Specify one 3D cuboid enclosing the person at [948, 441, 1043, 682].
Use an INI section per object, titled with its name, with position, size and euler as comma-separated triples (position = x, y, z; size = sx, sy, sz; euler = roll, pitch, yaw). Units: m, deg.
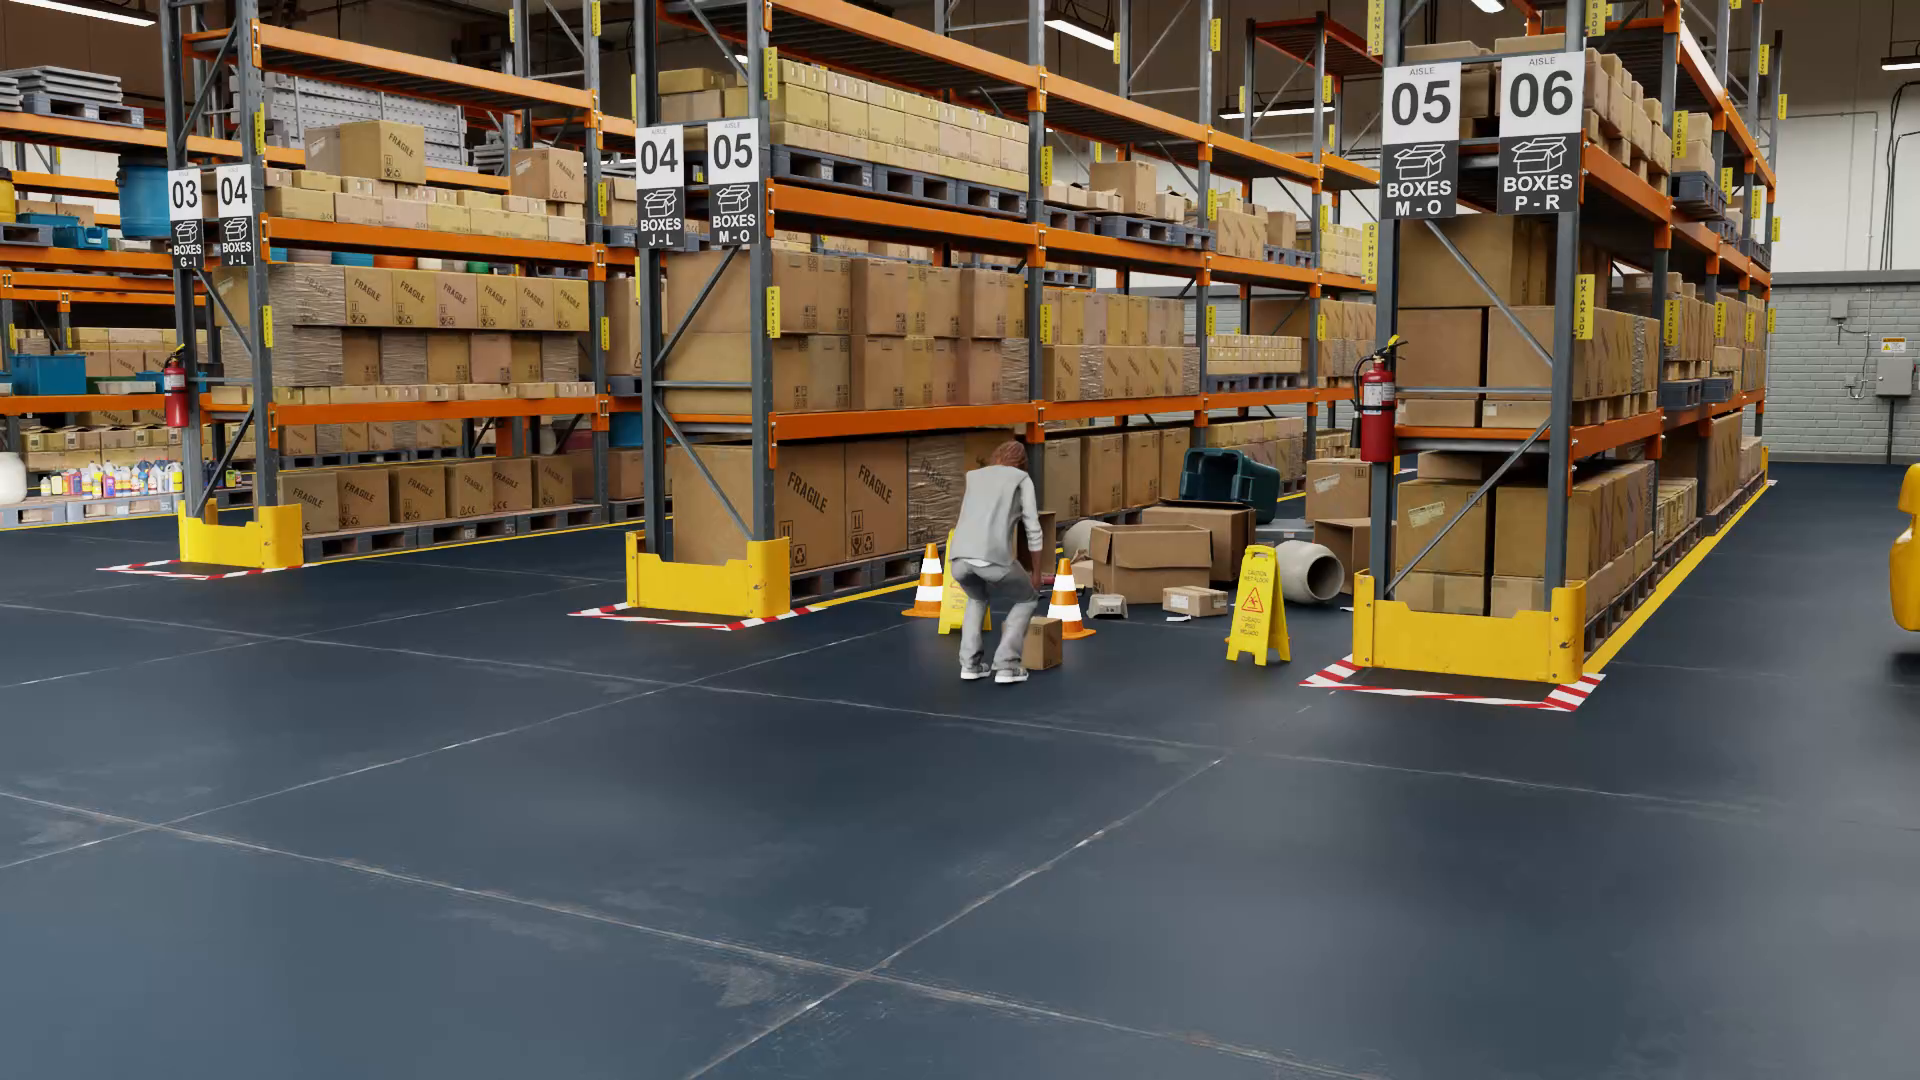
[person]
position = 0.167, 0.119, 8.712
size = 0.463, 1.227, 0.688
euler = 3, 7, 29
